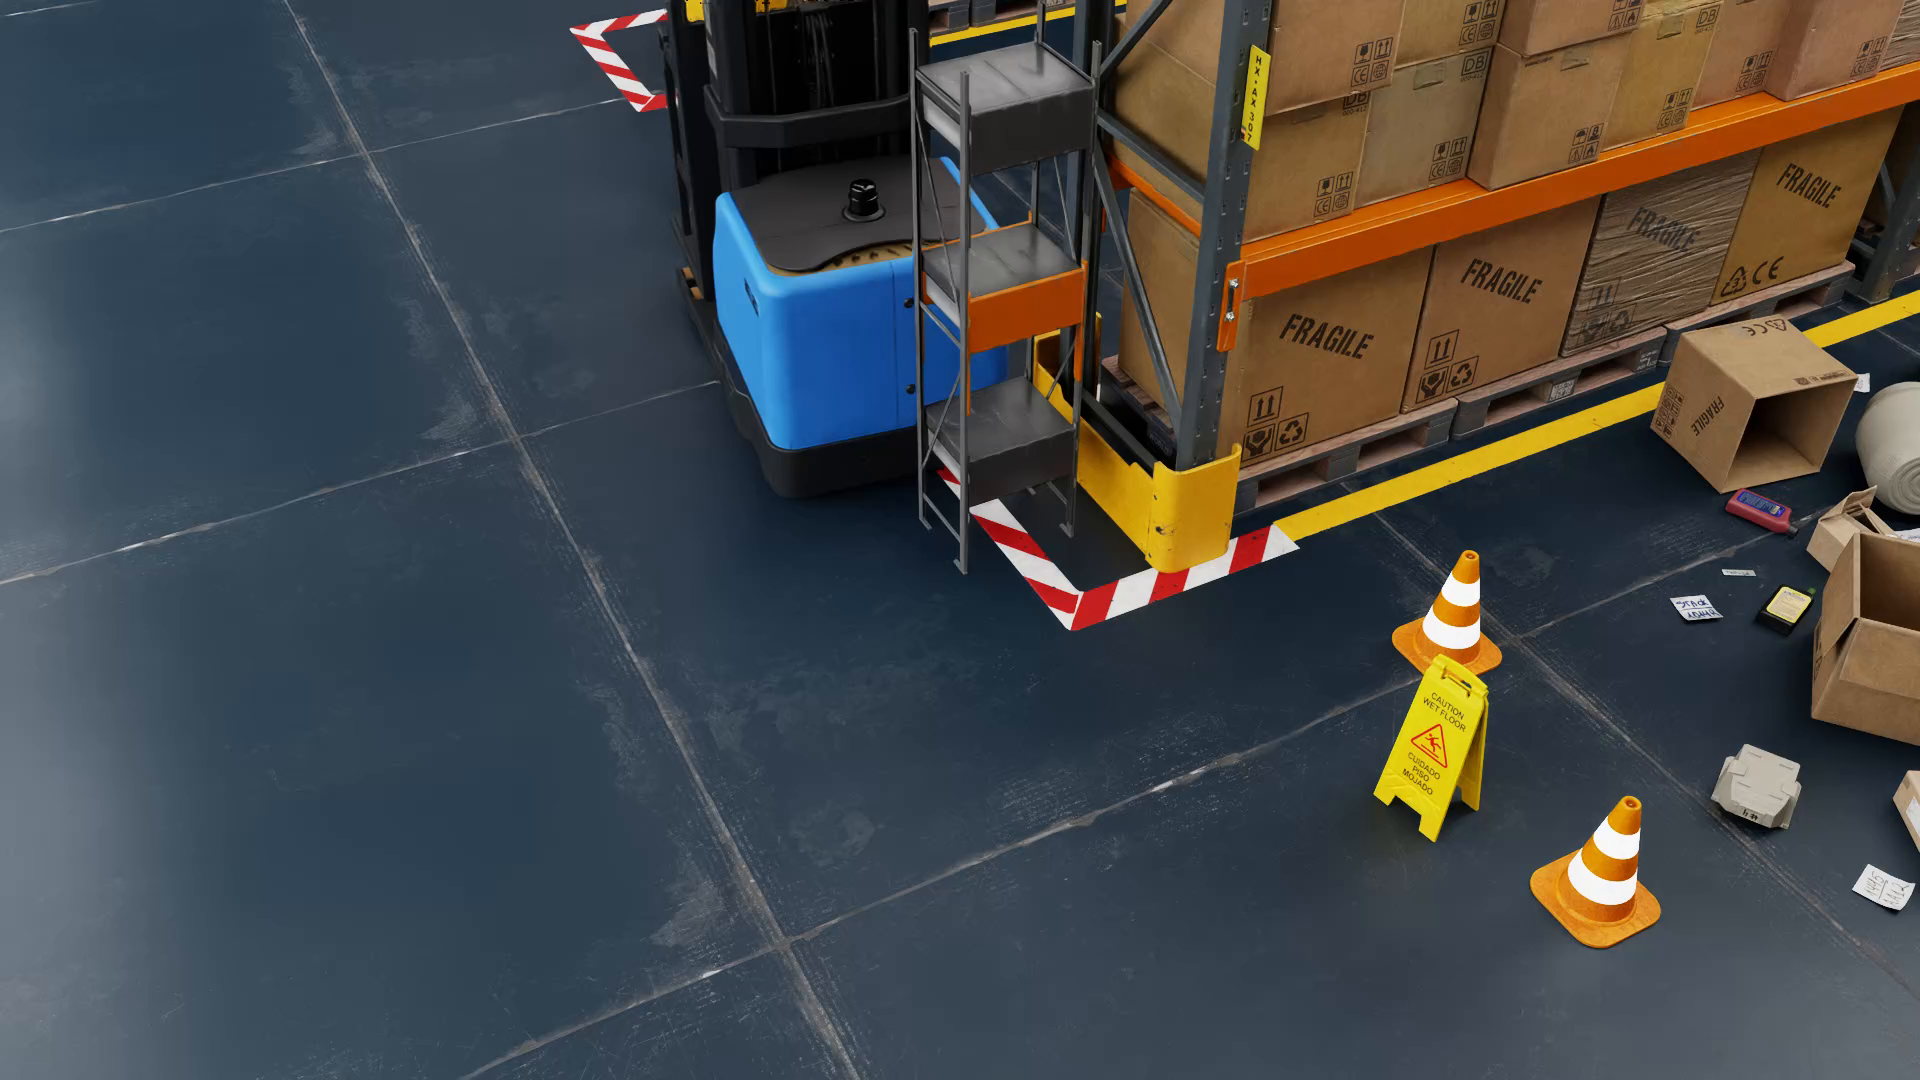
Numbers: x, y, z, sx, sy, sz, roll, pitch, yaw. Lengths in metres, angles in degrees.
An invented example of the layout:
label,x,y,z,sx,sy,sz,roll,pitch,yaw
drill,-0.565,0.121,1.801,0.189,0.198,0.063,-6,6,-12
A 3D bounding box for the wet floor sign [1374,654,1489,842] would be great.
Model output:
label,x,y,z,sx,sy,sz,roll,pitch,yaw
wet floor sign,1.594,0.652,5.481,0.232,0.644,0.267,-26,47,-28

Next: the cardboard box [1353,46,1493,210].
label,x,y,z,sx,sy,sz,roll,pitch,yaw
cardboard box,1.491,-1.761,6.393,0.550,0.550,0.875,-19,44,-21

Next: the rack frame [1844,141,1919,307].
label,x,y,z,sx,sy,sz,roll,pitch,yaw
rack frame,4.253,-2.584,7.481,0.127,3.000,1.000,-19,44,-21

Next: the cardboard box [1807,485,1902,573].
label,x,y,z,sx,sy,sz,roll,pitch,yaw
cardboard box,3.579,0.028,6.512,0.258,0.266,0.396,-12,42,-13

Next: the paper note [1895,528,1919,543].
label,x,y,z,sx,sy,sz,roll,pitch,yaw
paper note,3.894,0.006,6.725,0.155,0.023,0.172,-5,40,-6

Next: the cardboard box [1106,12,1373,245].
label,x,y,z,sx,sy,sz,roll,pitch,yaw
cardboard box,1.013,-1.584,6.184,0.550,0.550,0.875,-19,44,-21

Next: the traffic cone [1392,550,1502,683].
label,x,y,z,sx,sy,sz,roll,pitch,yaw
traffic cone,1.832,0.233,6.116,0.334,0.463,0.336,-19,44,-21

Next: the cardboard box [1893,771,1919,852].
label,x,y,z,sx,sy,sz,roll,pitch,yaw
cardboard box,3.310,0.956,5.506,0.250,0.149,0.380,2,40,2

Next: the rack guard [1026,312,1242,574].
label,x,y,z,sx,sy,sz,roll,pitch,yaw
rack guard,0.684,-0.429,6.870,0.348,0.500,1.175,-19,44,-21

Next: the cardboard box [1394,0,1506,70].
label,x,y,z,sx,sy,sz,roll,pitch,yaw
cardboard box,1.497,-2.165,6.034,0.550,0.550,0.875,-19,44,-21

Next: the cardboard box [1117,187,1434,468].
label,x,y,z,sx,sy,sz,roll,pitch,yaw
cardboard box,1.276,-0.980,6.905,0.875,0.875,0.875,-18,44,-20

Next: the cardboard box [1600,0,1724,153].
label,x,y,z,sx,sy,sz,roll,pitch,yaw
cardboard box,2.497,-2.038,6.720,0.500,0.550,0.875,-19,44,-21

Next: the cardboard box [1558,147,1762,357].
label,x,y,z,sx,sy,sz,roll,pitch,yaw
cardboard box,2.865,-1.515,7.537,0.875,0.875,0.875,-18,44,-20

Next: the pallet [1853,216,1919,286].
label,x,y,z,sx,sy,sz,roll,pitch,yaw
pallet,4.902,-1.793,8.705,1.213,0.211,1.003,-19,44,-21

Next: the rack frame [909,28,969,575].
label,x,y,z,sx,sy,sz,roll,pitch,yaw
rack frame,-0.070,-0.778,6.044,0.015,2.100,0.400,-19,44,-21

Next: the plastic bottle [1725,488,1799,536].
label,x,y,z,sx,sy,sz,roll,pitch,yaw
plastic bottle,3.313,-0.110,6.832,0.283,0.061,0.133,31,49,31

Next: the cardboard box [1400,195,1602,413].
label,x,y,z,sx,sy,sz,roll,pitch,yaw
cardboard box,2.055,-1.244,7.217,0.875,0.875,0.875,-19,44,-21

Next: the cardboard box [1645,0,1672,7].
label,x,y,z,sx,sy,sz,roll,pitch,yaw
cardboard box,2.467,-2.487,6.415,0.500,0.550,0.875,-19,44,-21

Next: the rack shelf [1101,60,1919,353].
label,x,y,z,sx,sy,sz,roll,pitch,yaw
rack shelf,2.479,-1.713,7.008,4.000,0.370,1.077,-19,44,-21

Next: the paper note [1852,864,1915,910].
label,x,y,z,sx,sy,sz,roll,pitch,yaw
paper note,3.000,1.126,5.396,0.148,0.019,0.142,31,49,31

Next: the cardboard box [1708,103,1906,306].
label,x,y,z,sx,sy,sz,roll,pitch,yaw
cardboard box,3.663,-1.786,7.858,0.875,0.875,0.875,-18,43,-20

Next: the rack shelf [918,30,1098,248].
label,x,y,z,sx,sy,sz,roll,pitch,yaw
rack shelf,0.147,-1.375,5.687,0.480,0.518,0.431,-19,44,-21

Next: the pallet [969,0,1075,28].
label,x,y,z,sx,sy,sz,roll,pitch,yaw
pallet,0.388,-3.805,11.081,1.213,0.211,1.003,-19,44,-21

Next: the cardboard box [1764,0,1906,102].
label,x,y,z,sx,sy,sz,roll,pitch,yaw
cardboard box,3.454,-2.347,7.085,0.550,0.550,0.875,-19,44,-21

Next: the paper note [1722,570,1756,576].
label,x,y,z,sx,sy,sz,roll,pitch,yaw
paper note,3.086,0.130,6.589,0.123,0.001,0.032,2,40,2

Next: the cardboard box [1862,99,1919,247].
label,x,y,z,sx,sy,sz,roll,pitch,yaw
cardboard box,4.762,-2.123,8.352,0.750,0.750,1.050,-19,44,-21

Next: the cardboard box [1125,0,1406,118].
label,x,y,z,sx,sy,sz,roll,pitch,yaw
cardboard box,1.052,-1.948,5.778,0.550,0.550,0.875,-19,44,-21

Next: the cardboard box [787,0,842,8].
label,x,y,z,sx,sy,sz,roll,pitch,yaw
cardboard box,-0.935,-3.646,10.345,0.500,0.500,0.500,-11,41,-13

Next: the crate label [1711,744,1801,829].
label,x,y,z,sx,sy,sz,roll,pitch,yaw
crate label,2.721,0.836,5.656,0.250,0.136,0.298,22,45,24

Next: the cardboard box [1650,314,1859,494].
label,x,y,z,sx,sy,sz,roll,pitch,yaw
cardboard box,3.350,-0.580,7.046,0.500,0.500,0.500,-12,42,-13

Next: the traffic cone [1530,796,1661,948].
label,x,y,z,sx,sy,sz,roll,pitch,yaw
traffic cone,2.052,0.982,5.232,0.334,0.463,0.336,-19,44,-21

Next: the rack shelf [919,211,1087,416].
label,x,y,z,sx,sy,sz,roll,pitch,yaw
rack shelf,0.147,-0.840,6.139,0.480,0.518,0.431,-19,44,-21

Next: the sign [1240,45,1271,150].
label,x,y,z,sx,sy,sz,roll,pitch,yaw
sign,0.956,-1.431,5.388,0.005,0.325,0.100,-19,44,-21

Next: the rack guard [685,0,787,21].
label,x,y,z,sx,sy,sz,roll,pitch,yaw
rack guard,-1.429,-3.331,10.299,0.348,0.500,1.175,-19,44,-21

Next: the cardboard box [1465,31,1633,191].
label,x,y,z,sx,sy,sz,roll,pitch,yaw
cardboard box,2.046,-1.856,6.505,0.550,0.550,0.875,-19,44,-21

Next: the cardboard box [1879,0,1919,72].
label,x,y,z,sx,sy,sz,roll,pitch,yaw
cardboard box,3.931,-2.524,7.294,0.550,0.550,0.875,-19,44,-21

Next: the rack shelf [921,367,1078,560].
label,x,y,z,sx,sy,sz,roll,pitch,yaw
rack shelf,0.147,-0.306,6.591,0.480,0.518,0.431,-19,44,-21

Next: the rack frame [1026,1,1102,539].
label,x,y,z,sx,sy,sz,roll,pitch,yaw
rack frame,0.363,-0.924,6.216,0.015,2.100,0.400,-19,44,-21

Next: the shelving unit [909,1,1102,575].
label,x,y,z,sx,sy,sz,roll,pitch,yaw
shelving unit,0.147,-0.851,6.130,0.503,2.100,0.431,-19,44,-21

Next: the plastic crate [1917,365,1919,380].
label,x,y,z,sx,sy,sz,roll,pitch,yaw
plastic crate,4.704,-0.730,7.423,0.662,0.188,0.450,2,30,2

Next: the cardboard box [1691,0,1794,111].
label,x,y,z,sx,sy,sz,roll,pitch,yaw
cardboard box,2.920,-2.254,6.975,0.550,0.550,0.875,-19,44,-21

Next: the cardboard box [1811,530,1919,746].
label,x,y,z,sx,sy,sz,roll,pitch,yaw
cardboard box,3.470,0.394,5.895,0.797,0.503,0.637,15,42,17

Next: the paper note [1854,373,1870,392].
label,x,y,z,sx,sy,sz,roll,pitch,yaw
paper note,4.075,-0.732,7.590,0.147,0.020,0.142,15,42,17

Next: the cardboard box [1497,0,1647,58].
label,x,y,z,sx,sy,sz,roll,pitch,yaw
cardboard box,2.057,-2.255,6.140,0.550,0.550,0.875,-19,44,-21

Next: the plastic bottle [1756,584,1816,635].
label,x,y,z,sx,sy,sz,roll,pitch,yaw
plastic bottle,3.192,0.251,6.407,0.133,0.061,0.283,31,49,31

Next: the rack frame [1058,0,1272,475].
label,x,y,z,sx,sy,sz,roll,pitch,yaw
rack frame,0.705,-1.390,6.071,0.127,3.000,1.000,-19,44,-21

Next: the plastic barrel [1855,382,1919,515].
label,x,y,z,sx,sy,sz,roll,pitch,yaw
plastic barrel,3.955,-0.383,6.875,0.421,0.421,0.512,8,41,10

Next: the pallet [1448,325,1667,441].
label,x,y,z,sx,sy,sz,roll,pitch,yaw
pallet,2.459,-0.971,7.734,1.213,0.211,1.003,-19,44,-21

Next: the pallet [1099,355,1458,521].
label,x,y,z,sx,sy,sz,roll,pitch,yaw
pallet,1.378,-0.609,7.307,1.213,0.211,1.003,-19,44,-21

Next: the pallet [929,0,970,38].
label,x,y,z,sx,sy,sz,roll,pitch,yaw
pallet,-0.692,-3.443,10.654,1.213,0.211,1.003,-19,44,-21

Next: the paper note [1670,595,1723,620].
label,x,y,z,sx,sy,sz,roll,pitch,yaw
paper note,2.843,0.261,6.419,0.142,0.017,0.144,-5,40,-6

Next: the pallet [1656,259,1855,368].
label,x,y,z,sx,sy,sz,roll,pitch,yaw
pallet,3.542,-1.338,8.167,1.213,0.211,1.003,-19,44,-21

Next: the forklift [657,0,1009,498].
label,x,y,z,sx,sy,sz,roll,pitch,yaw
forklift,-0.746,-2.250,7.140,1.130,2.935,3.031,-13,42,-15
